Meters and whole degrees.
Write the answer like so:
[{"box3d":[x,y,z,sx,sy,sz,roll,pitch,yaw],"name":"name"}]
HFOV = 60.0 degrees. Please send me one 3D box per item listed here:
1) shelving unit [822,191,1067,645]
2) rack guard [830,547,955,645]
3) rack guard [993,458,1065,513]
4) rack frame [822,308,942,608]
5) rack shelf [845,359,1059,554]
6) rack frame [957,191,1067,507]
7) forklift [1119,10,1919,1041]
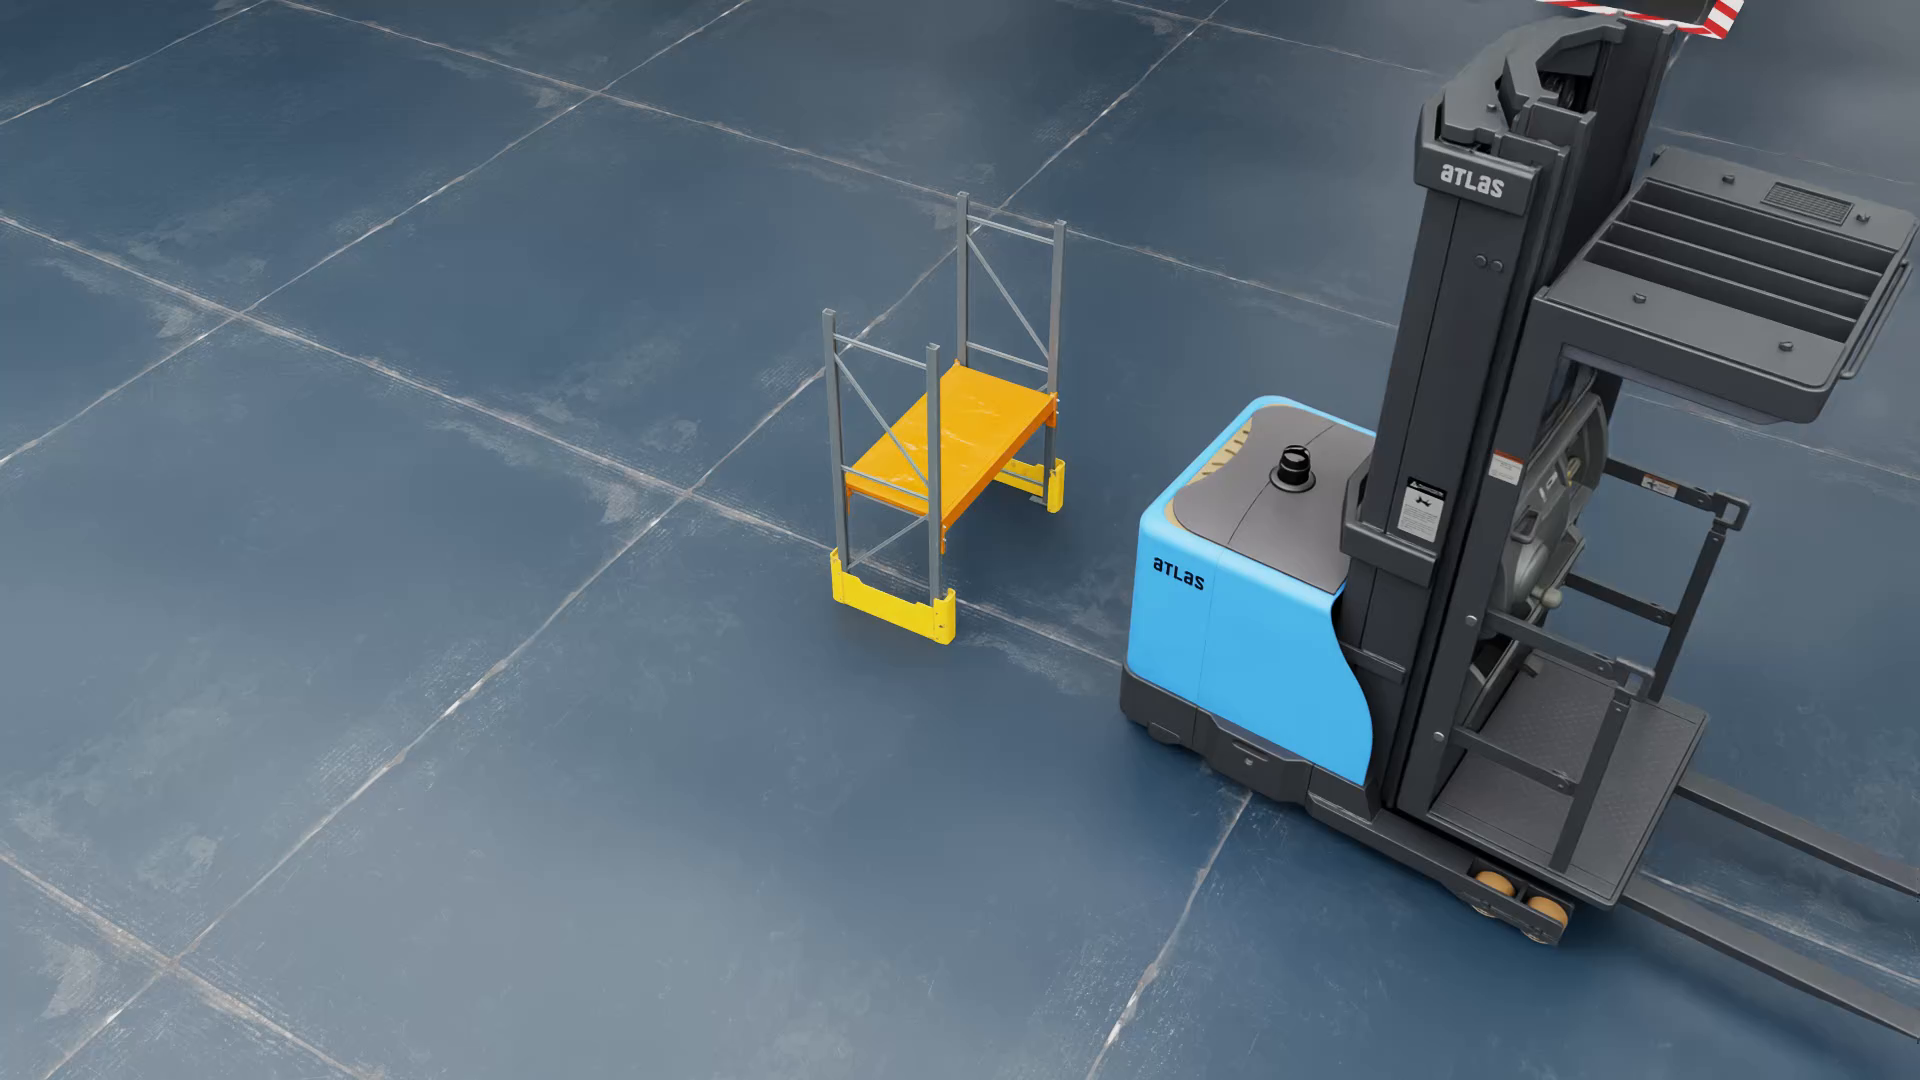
[{"box3d":[-0.038,-0.519,7.020,0.587,1.500,1.083,21,45,22],"name":"shelving unit"},{"box3d":[-0.287,0.235,7.110,0.587,0.250,0.087,21,45,22],"name":"rack guard"},{"box3d":[0.211,-0.335,7.757,0.587,0.250,0.087,21,45,22],"name":"rack guard"},{"box3d":[-0.297,-0.223,6.684,0.500,1.500,0.032,21,45,22],"name":"rack frame"},{"box3d":[-0.043,-0.379,7.133,0.538,0.185,1.000,21,45,22],"name":"rack shelf"},{"box3d":[0.212,-0.805,7.345,0.500,1.500,0.032,21,45,22],"name":"rack frame"},{"box3d":[2.136,-0.066,5.423,3.031,2.935,1.130,25,47,26],"name":"forklift"}]
